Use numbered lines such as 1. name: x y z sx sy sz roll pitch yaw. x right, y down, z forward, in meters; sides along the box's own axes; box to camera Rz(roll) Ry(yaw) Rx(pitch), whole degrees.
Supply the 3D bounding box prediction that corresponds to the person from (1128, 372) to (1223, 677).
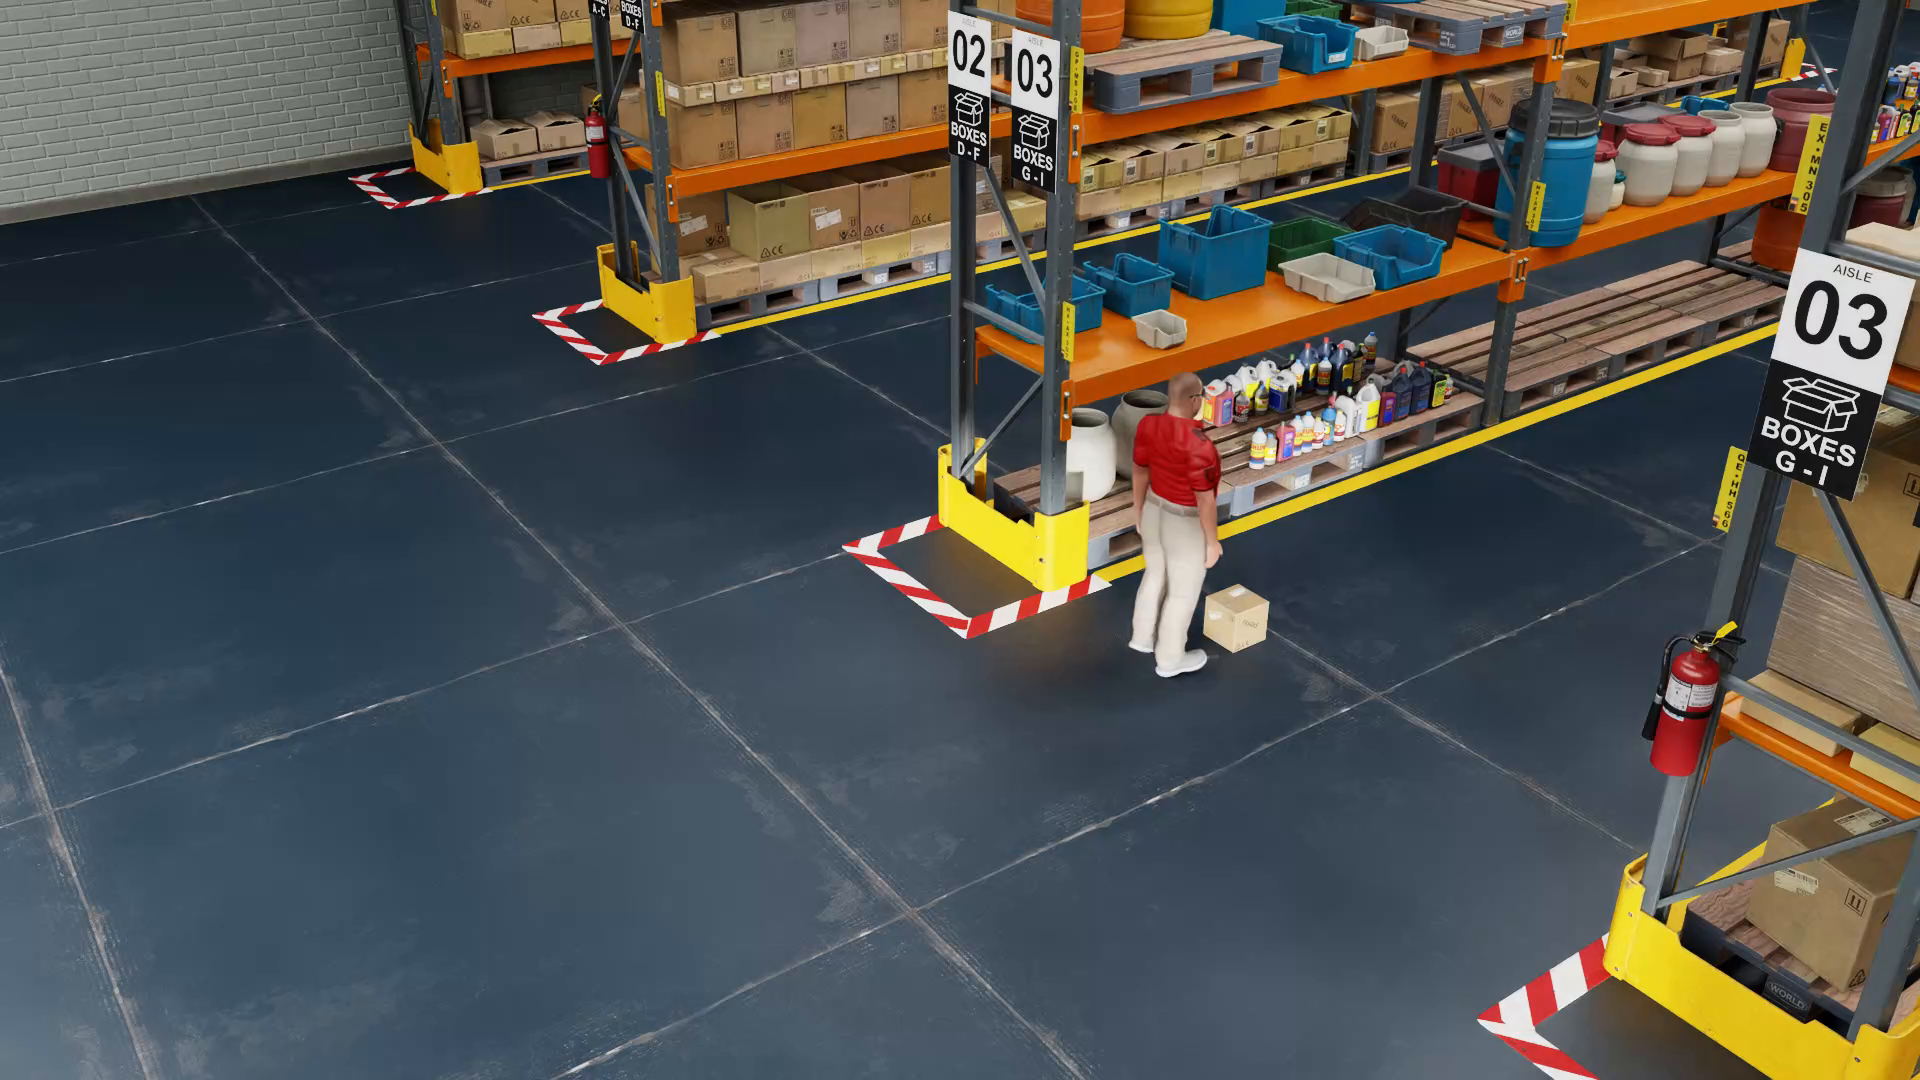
1. person: 1.168 -0.051 8.789 0.380 1.792 0.560 -19 34 -31
